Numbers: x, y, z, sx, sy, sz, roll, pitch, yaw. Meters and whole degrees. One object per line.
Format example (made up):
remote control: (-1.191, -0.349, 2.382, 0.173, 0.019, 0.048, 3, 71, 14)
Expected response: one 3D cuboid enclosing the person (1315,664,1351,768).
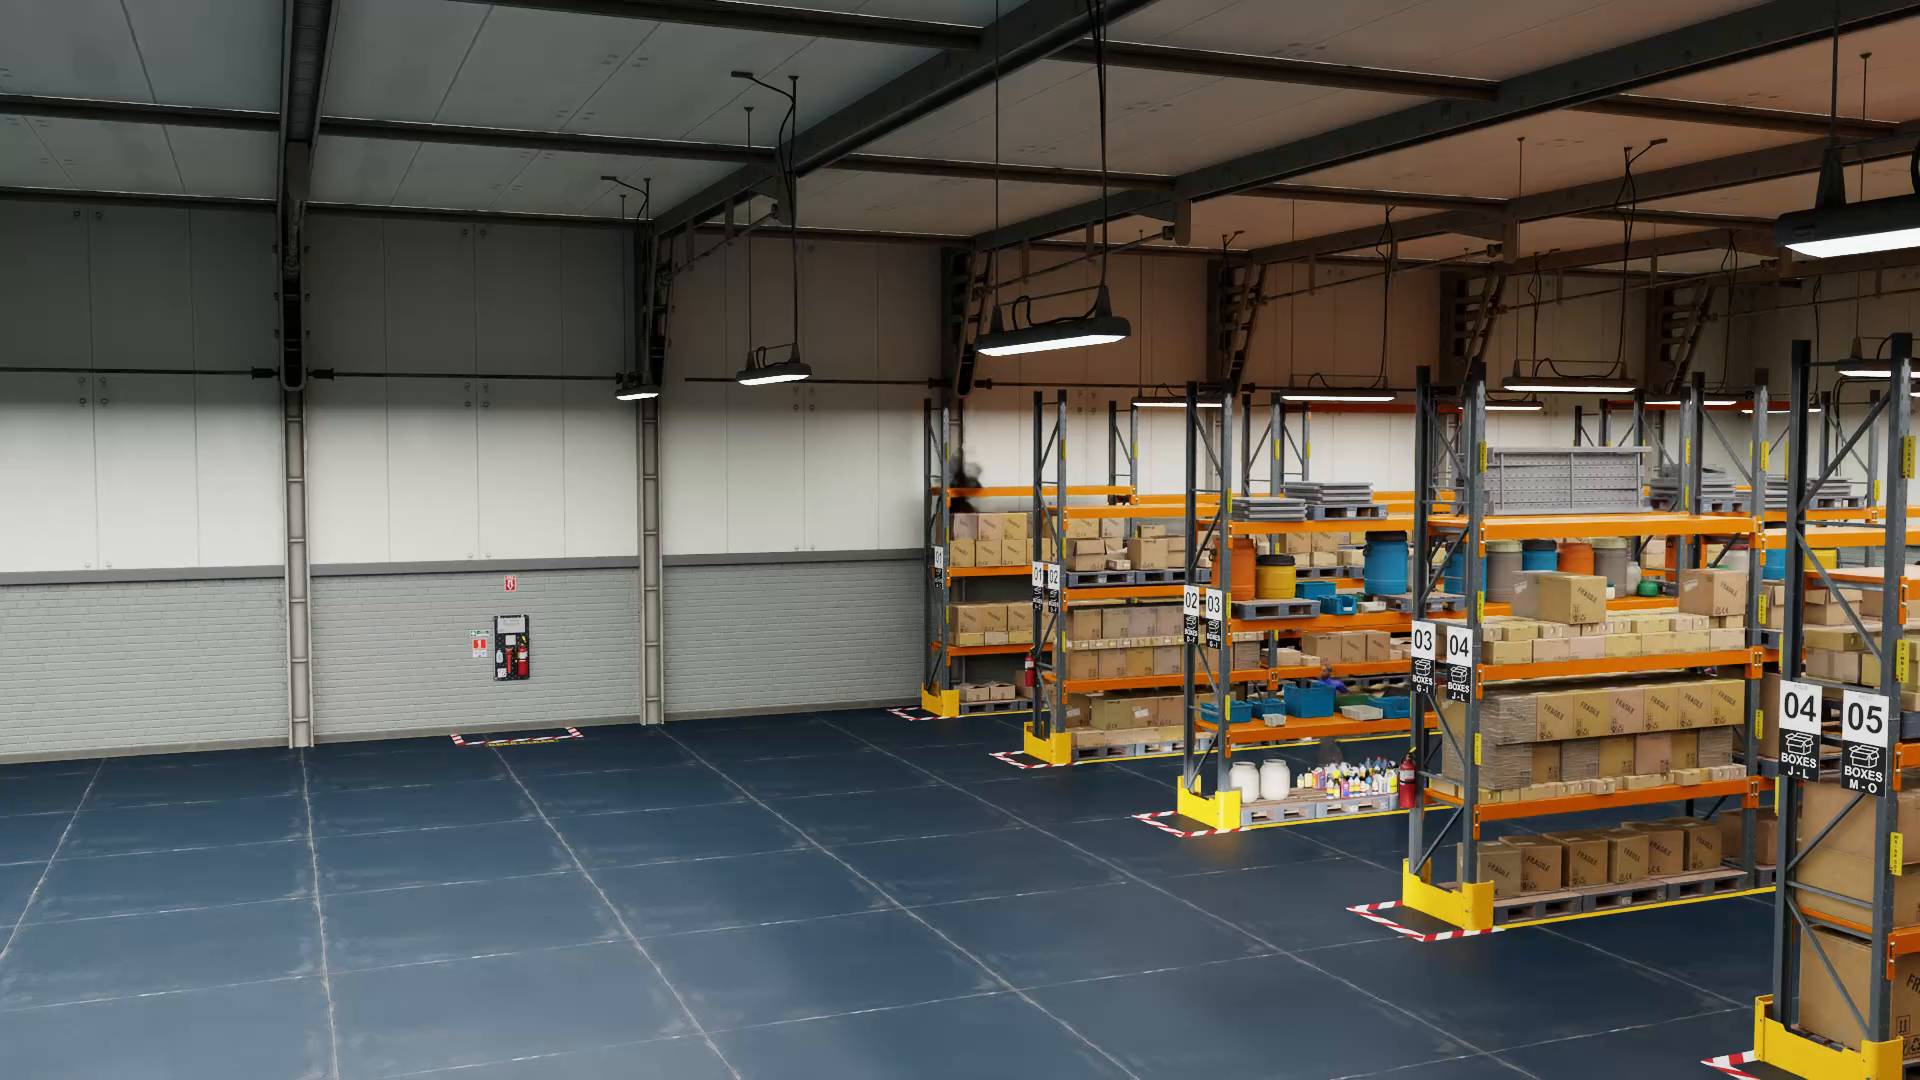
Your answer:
person: (5.782, 2.790, 26.142, 0.817, 1.711, 0.578, -3, 4, -39)
